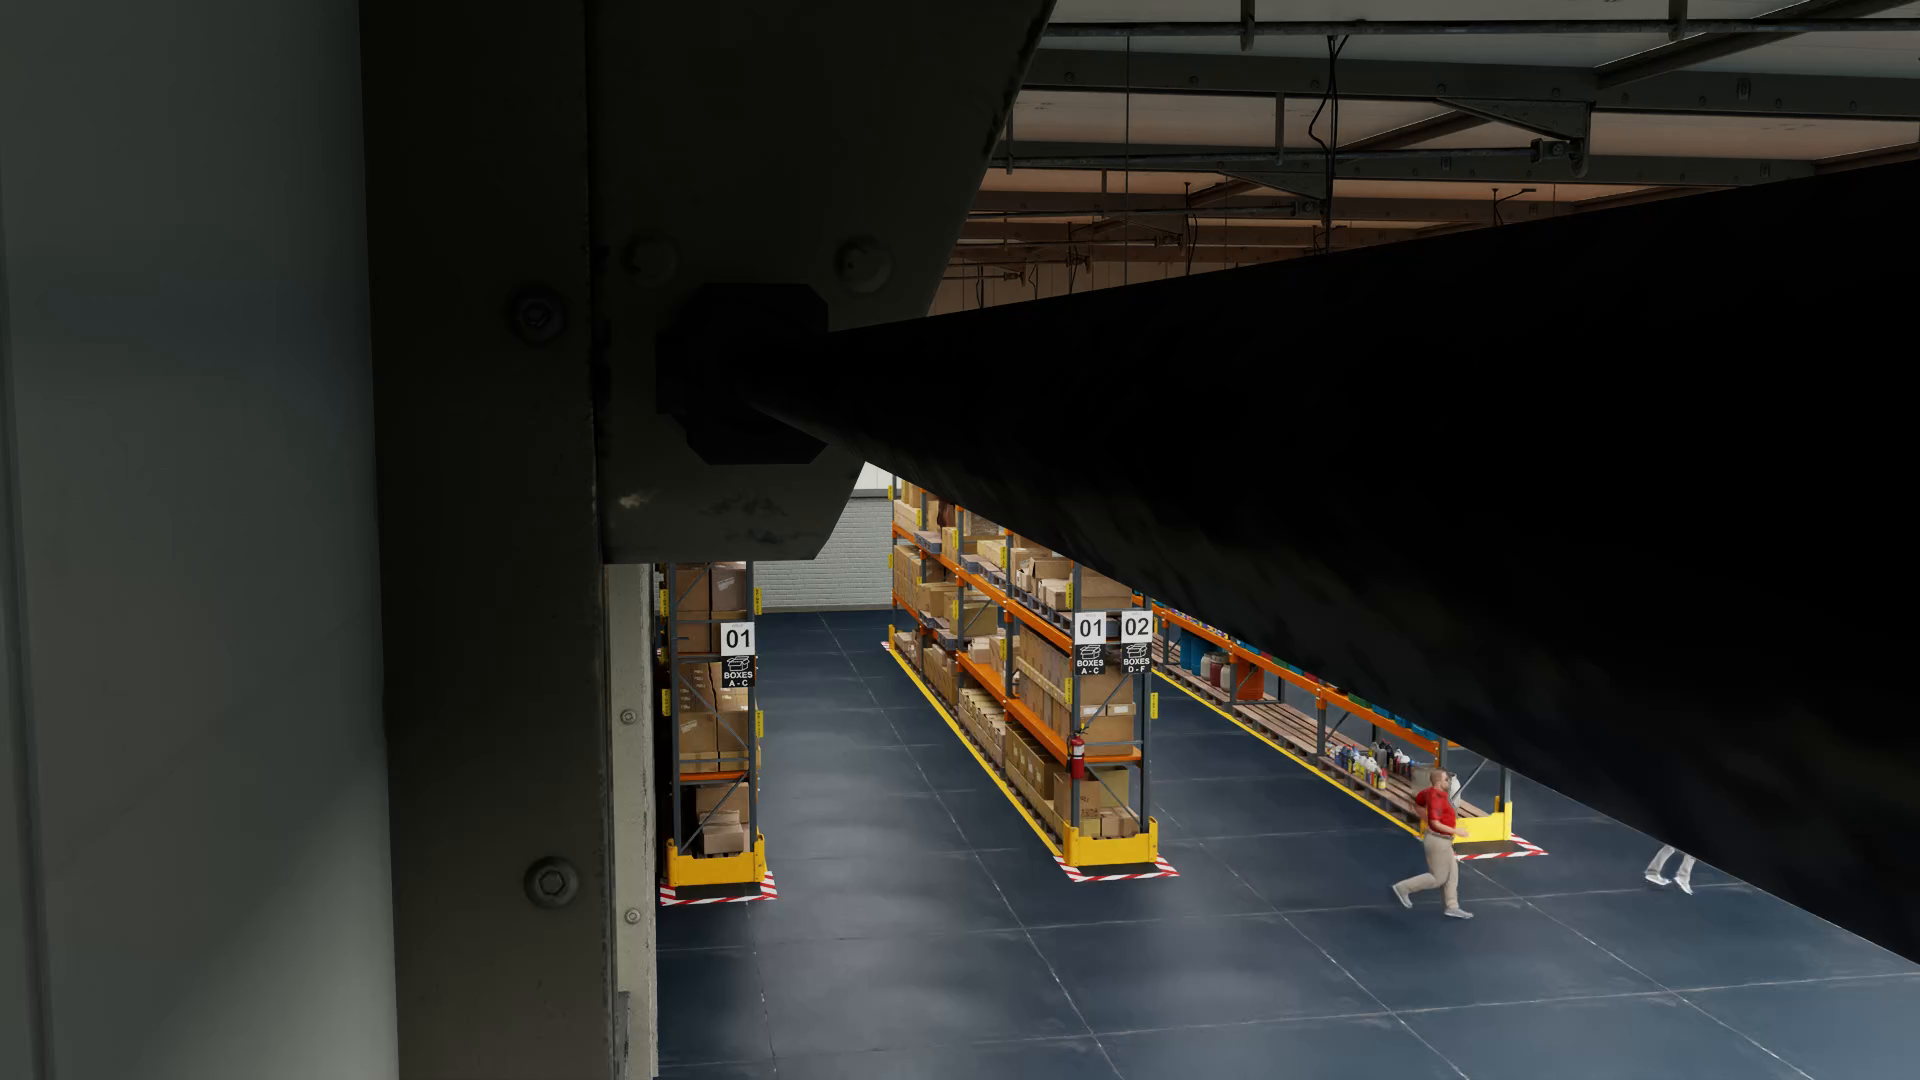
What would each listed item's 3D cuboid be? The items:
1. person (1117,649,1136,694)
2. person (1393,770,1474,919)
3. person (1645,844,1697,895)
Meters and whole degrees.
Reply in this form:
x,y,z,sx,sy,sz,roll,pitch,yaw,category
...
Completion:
x,y,z,sx,sy,sz,roll,pitch,yaw,category
3.054,1.926,30.324,0.670,1.720,0.796,-2,6,-17,person
5.385,3.452,18.867,0.912,1.722,0.667,1,6,10,person
8.565,3.400,19.812,0.699,1.633,0.503,2,6,17,person
